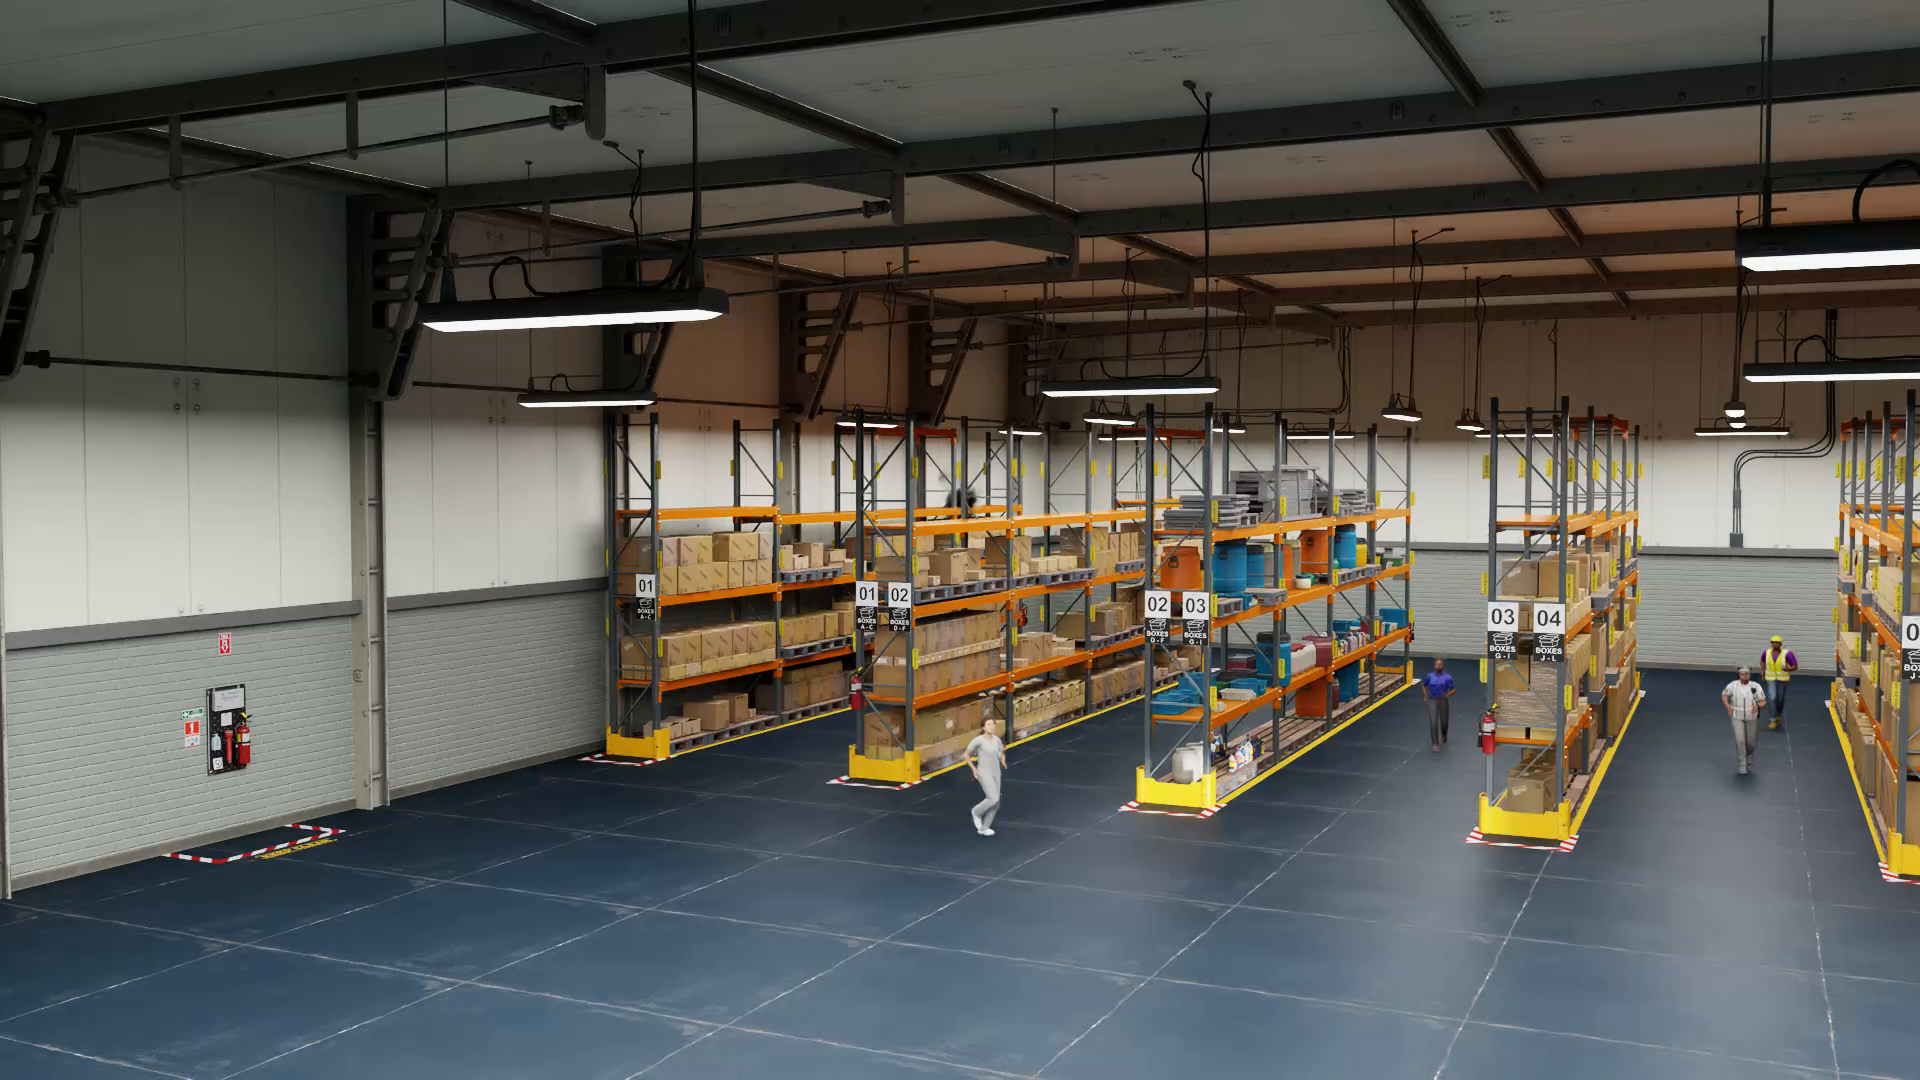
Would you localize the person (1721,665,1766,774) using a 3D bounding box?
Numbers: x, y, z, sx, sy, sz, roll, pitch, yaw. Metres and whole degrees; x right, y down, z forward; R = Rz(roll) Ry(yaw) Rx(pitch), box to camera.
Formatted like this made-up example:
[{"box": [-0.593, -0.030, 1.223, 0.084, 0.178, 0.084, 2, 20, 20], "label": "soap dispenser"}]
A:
[{"box": [13.048, 2.956, 27.687, 0.670, 1.782, 0.789, 1, 3, 21], "label": "person"}]

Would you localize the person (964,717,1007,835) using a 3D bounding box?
[{"box": [0.415, 3.228, 22.708, 0.565, 1.624, 0.545, -2, 3, -37], "label": "person"}]

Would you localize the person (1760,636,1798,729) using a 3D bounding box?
[{"box": [15.943, 2.752, 32.400, 0.681, 1.782, 0.916, 1, 3, 31], "label": "person"}]

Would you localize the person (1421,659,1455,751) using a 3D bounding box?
[{"box": [8.557, 2.939, 29.772, 0.586, 1.616, 0.749, 1, 3, 19], "label": "person"}]
